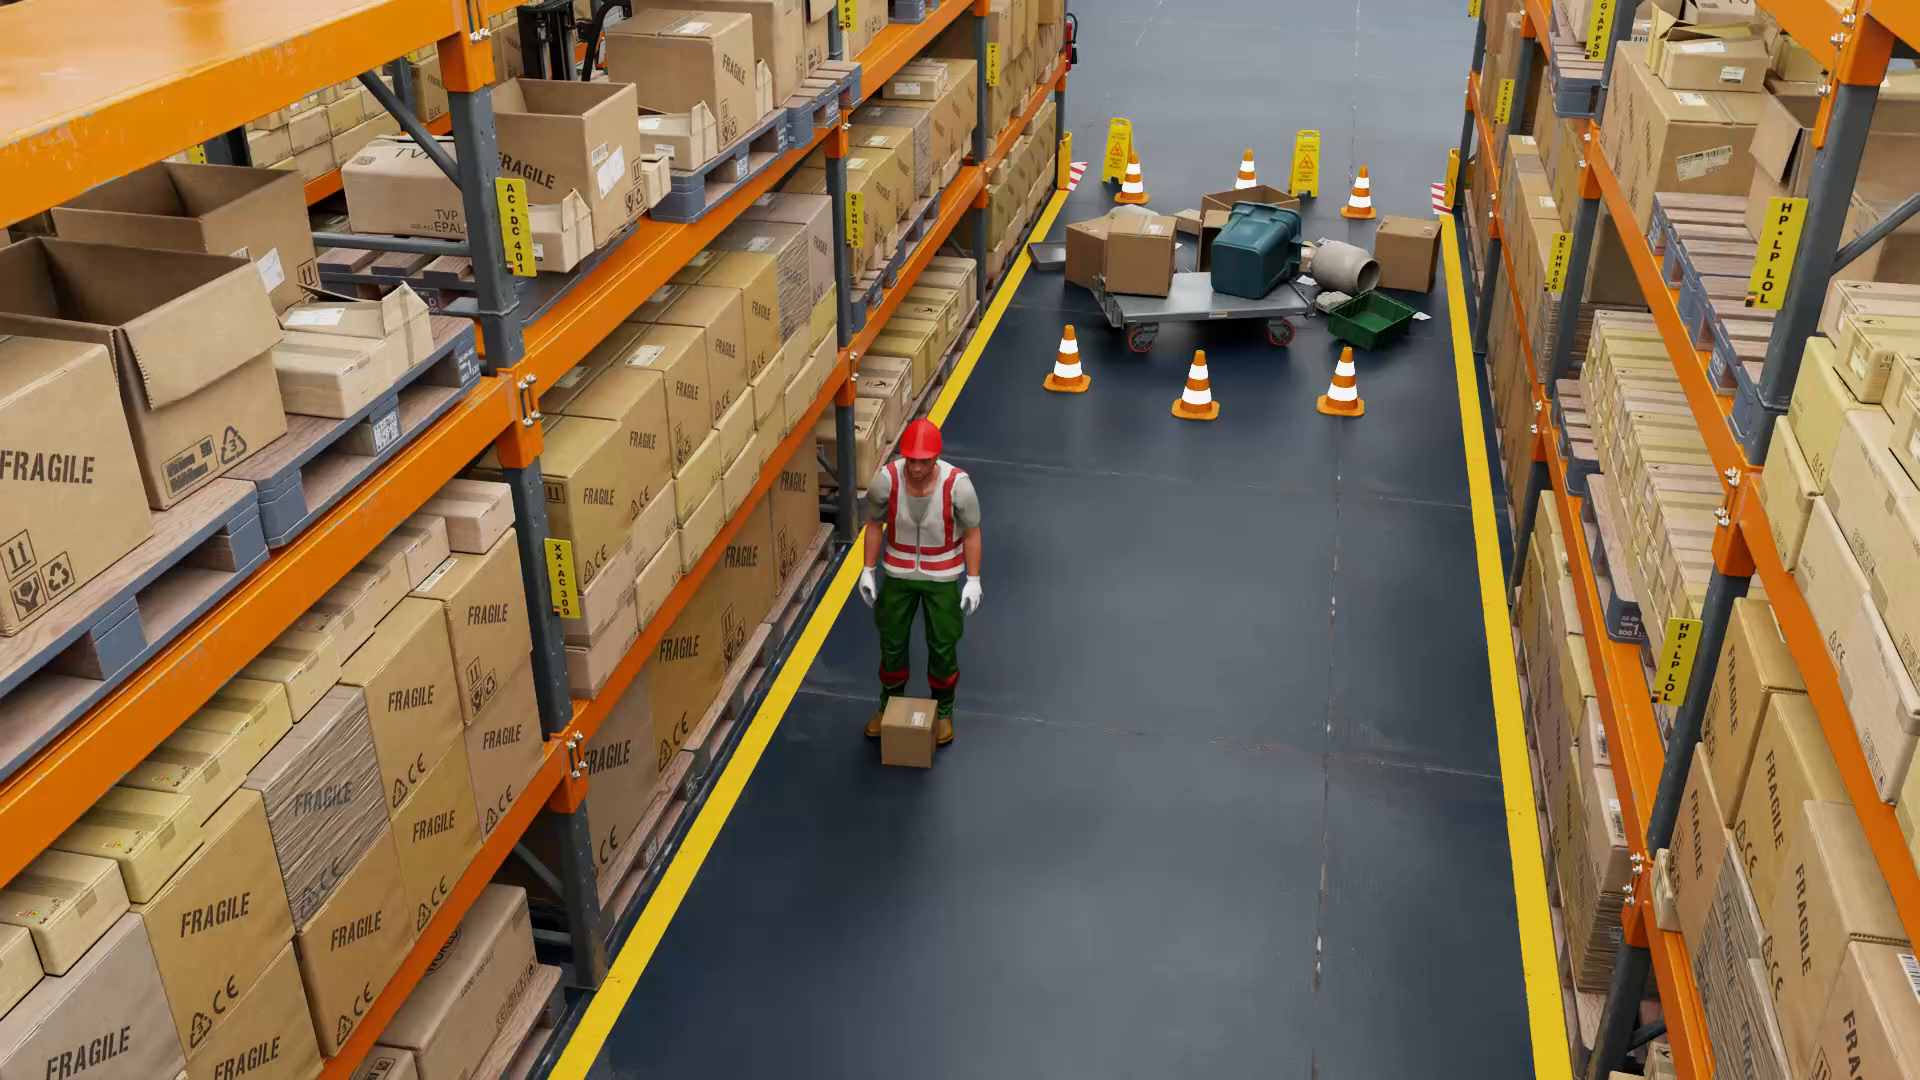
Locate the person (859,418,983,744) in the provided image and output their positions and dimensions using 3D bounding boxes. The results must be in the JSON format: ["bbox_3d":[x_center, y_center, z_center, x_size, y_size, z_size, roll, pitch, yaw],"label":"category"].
[{"bbox_3d":[-0.192,0.197,8.244,0.623,1.780,0.446,5,29,9],"label":"person"}]
